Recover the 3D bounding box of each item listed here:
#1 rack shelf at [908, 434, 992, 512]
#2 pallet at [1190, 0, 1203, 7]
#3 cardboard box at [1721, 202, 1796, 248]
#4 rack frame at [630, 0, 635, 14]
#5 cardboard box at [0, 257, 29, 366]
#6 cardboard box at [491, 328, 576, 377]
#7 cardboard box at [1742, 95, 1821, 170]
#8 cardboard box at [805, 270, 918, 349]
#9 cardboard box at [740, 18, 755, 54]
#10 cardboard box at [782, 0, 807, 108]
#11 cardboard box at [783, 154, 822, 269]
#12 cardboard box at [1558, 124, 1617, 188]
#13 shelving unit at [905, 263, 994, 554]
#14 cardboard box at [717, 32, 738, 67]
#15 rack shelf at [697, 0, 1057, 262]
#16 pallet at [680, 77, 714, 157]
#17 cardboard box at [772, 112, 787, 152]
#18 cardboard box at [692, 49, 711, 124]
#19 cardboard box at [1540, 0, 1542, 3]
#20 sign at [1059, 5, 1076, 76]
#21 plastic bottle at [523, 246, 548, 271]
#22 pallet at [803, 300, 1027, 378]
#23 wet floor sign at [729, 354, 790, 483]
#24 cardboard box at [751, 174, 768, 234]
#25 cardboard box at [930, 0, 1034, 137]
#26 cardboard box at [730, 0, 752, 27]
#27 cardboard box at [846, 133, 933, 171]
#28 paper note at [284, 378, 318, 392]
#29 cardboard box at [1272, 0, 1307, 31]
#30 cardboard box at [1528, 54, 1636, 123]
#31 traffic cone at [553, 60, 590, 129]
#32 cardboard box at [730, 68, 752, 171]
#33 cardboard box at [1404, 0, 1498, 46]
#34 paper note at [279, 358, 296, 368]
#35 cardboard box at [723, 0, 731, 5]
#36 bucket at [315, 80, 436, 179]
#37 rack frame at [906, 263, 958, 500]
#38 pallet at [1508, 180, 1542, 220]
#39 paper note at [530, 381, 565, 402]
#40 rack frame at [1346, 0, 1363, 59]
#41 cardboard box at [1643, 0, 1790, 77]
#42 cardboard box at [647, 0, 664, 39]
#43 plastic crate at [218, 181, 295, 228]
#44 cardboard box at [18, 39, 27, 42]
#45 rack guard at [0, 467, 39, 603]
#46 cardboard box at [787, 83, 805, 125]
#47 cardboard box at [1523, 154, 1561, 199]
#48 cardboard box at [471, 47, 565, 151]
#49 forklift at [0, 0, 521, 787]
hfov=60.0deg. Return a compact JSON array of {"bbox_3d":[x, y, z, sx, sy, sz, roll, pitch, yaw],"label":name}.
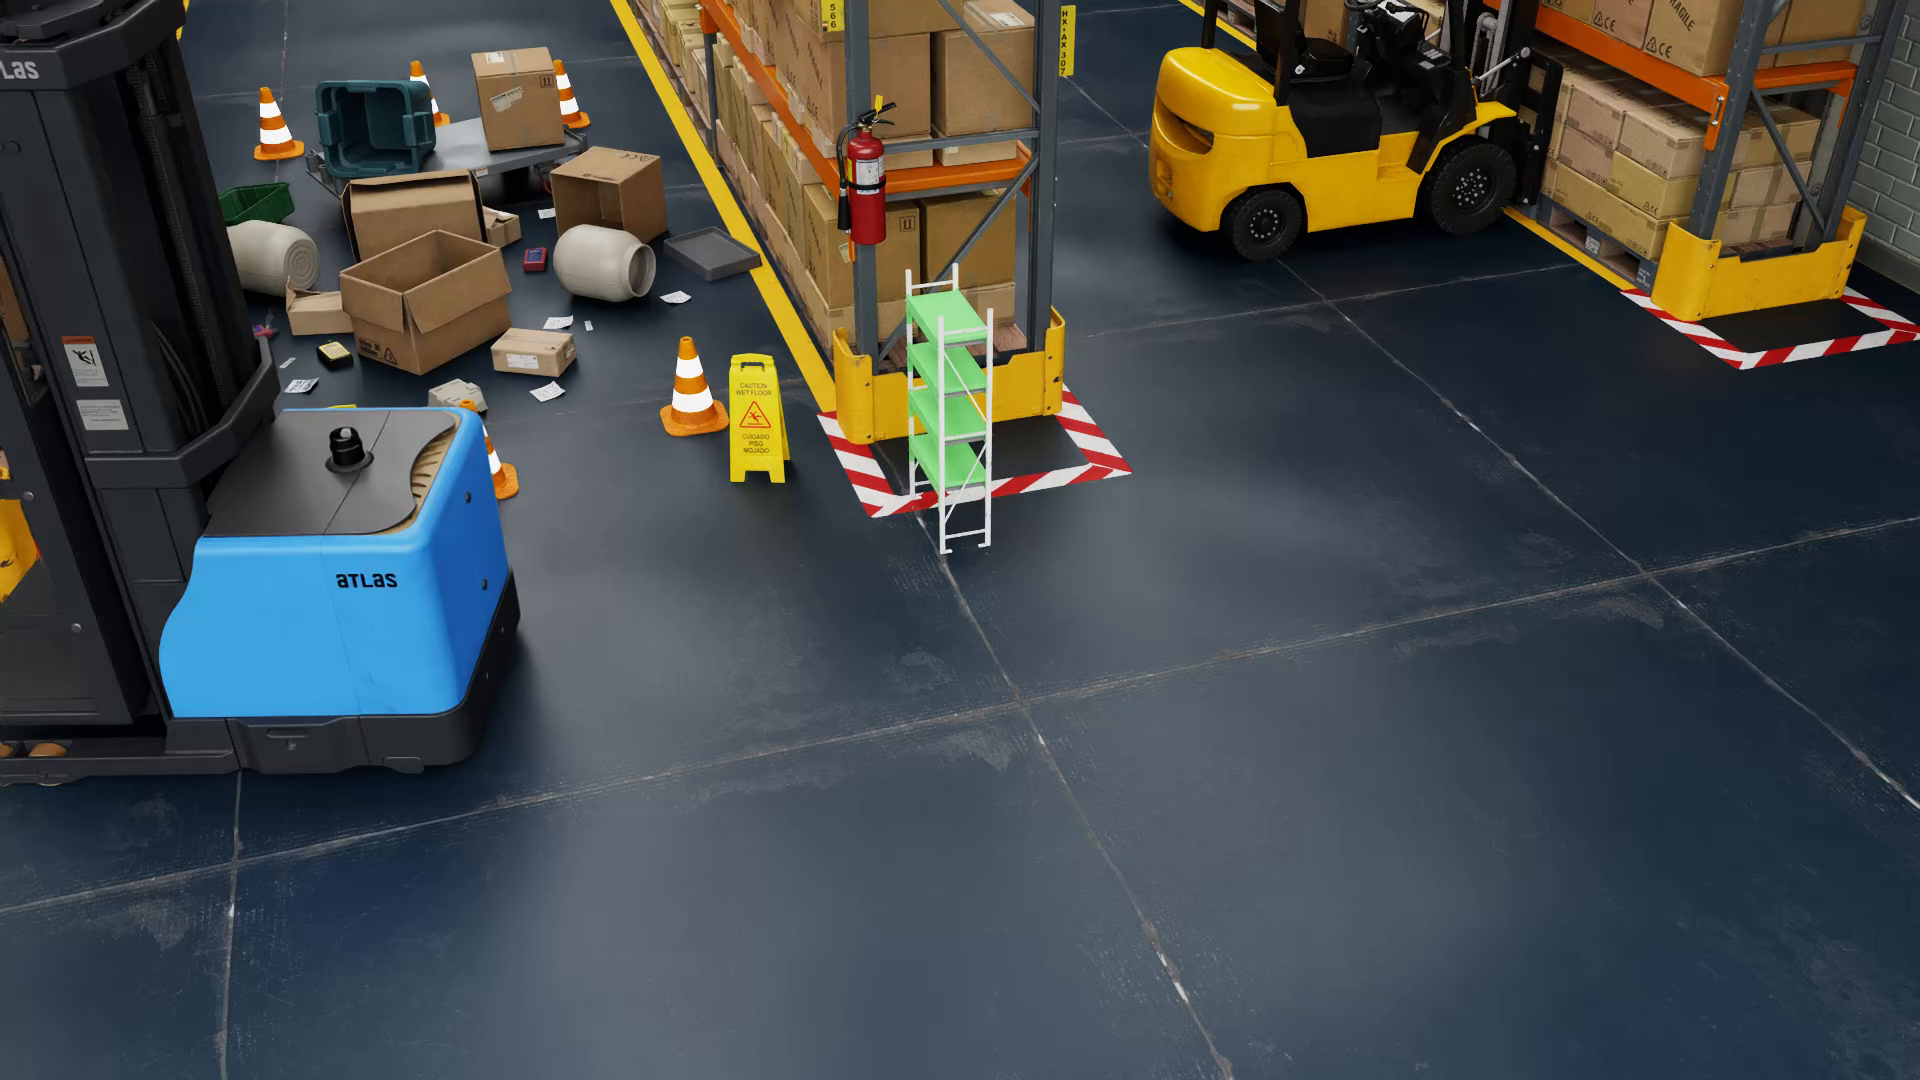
[{"bbox_3d":[-0.050,-0.334,7.718,0.258,0.148,0.480,-10,35,-15],"label":"rack shelf"},{"bbox_3d":[2.470,-5.312,15.598,1.003,0.211,1.213,-10,35,-15],"label":"pallet"},{"bbox_3d":[4.733,-2.033,10.219,0.500,0.250,0.500,-10,35,-15],"label":"cardboard box"},{"bbox_3d":[-2.470,-6.078,14.227,1.000,3.000,0.127,-10,35,-15],"label":"rack frame"},{"bbox_3d":[-5.253,-1.087,8.221,0.875,0.875,0.875,-11,35,-15],"label":"cardboard box"},{"bbox_3d":[-2.353,-1.036,9.183,0.380,0.149,0.250,7,34,10],"label":"cardboard box"},{"bbox_3d":[4.730,-2.444,9.934,0.500,0.250,0.500,-11,35,-15],"label":"cardboard box"},{"bbox_3d":[-0.540,-1.297,9.106,0.500,0.250,0.500,-10,35,-15],"label":"cardboard box"},{"bbox_3d":[-1.078,-2.980,9.767,0.380,0.149,0.250,-10,35,-15],"label":"cardboard box"},{"bbox_3d":[-0.606,-2.546,8.521,0.500,0.500,0.500,-10,35,-15],"label":"cardboard box"},{"bbox_3d":[-0.685,-1.869,9.290,0.500,0.500,0.500,-9,34,-13],"label":"cardboard box"},{"bbox_3d":[4.108,-2.419,10.350,0.500,0.250,0.500,-10,35,-15],"label":"cardboard box"},{"bbox_3d":[-0.050,-0.587,7.551,0.258,1.200,0.503,-10,35,-15],"label":"shelving unit"},{"bbox_3d":[-1.346,-3.158,10.654,0.380,0.149,0.250,-10,35,-14],"label":"cardboard box"},{"bbox_3d":[-0.640,-2.628,9.658,1.077,0.370,4.000,-10,35,-15],"label":"rack shelf"},{"bbox_3d":[-1.489,-3.223,12.436,1.003,0.211,1.213,-10,35,-15],"label":"pallet"},{"bbox_3d":[-0.851,-2.319,9.383,0.380,0.149,0.250,-9,34,-13],"label":"cardboard box"},{"bbox_3d":[-1.412,-3.332,12.074,0.950,0.372,0.625,-10,35,-14],"label":"cardboard box"},{"bbox_3d":[3.826,-3.775,10.652,0.500,0.500,0.500,-10,35,-14],"label":"cardboard box"},{"bbox_3d":[0.487,-2.330,7.770,0.100,0.325,0.005,-10,35,-15],"label":"sign"},{"bbox_3d":[-2.642,-1.759,10.356,0.133,0.061,0.283,-4,34,-6],"label":"plastic bottle"},{"bbox_3d":[-0.267,-1.187,9.354,1.003,0.211,1.213,-10,35,-15],"label":"pallet"},{"bbox_3d":[-0.991,-0.616,8.097,0.267,0.644,0.232,1,33,2],"label":"wet floor sign"},{"bbox_3d":[-0.989,-2.094,10.312,0.500,0.250,0.500,-10,35,-15],"label":"cardboard box"},{"bbox_3d":[0.090,-2.339,8.208,0.500,0.500,0.500,-11,35,-15],"label":"cardboard box"},{"bbox_3d":[-1.065,-3.340,9.724,0.500,0.500,0.500,-10,35,-15],"label":"cardboard box"},{"bbox_3d":[-0.347,-1.933,8.183,0.380,0.149,0.250,-9,34,-13],"label":"cardboard box"},{"bbox_3d":[-3.562,-0.840,8.995,0.144,0.017,0.142,1,33,2],"label":"paper note"},{"bbox_3d":[3.077,-4.680,13.884,0.875,0.625,0.625,-10,35,-15],"label":"cardboard box"},{"bbox_3d":[3.934,-2.879,10.593,0.500,0.250,0.500,-10,35,-14],"label":"cardboard box"},{"bbox_3d":[-2.961,-3.335,12.377,0.336,0.463,0.334,-10,35,-15],"label":"traffic cone"},{"bbox_3d":[-1.152,-2.684,10.525,0.500,0.500,0.500,-9,34,-13],"label":"cardboard box"},{"bbox_3d":[3.471,-3.683,11.809,0.500,0.250,0.500,-10,35,-15],"label":"cardboard box"},{"bbox_3d":[-3.732,-0.984,9.230,0.032,0.001,0.123,7,34,10],"label":"paper note"},{"bbox_3d":[-1.333,-3.530,10.599,0.380,0.149,0.250,-9,35,-13],"label":"cardboard box"},{"bbox_3d":[-3.696,-2.677,10.671,0.726,0.611,0.620,1,23,2],"label":"bucket"},{"bbox_3d":[-0.125,-0.716,7.744,0.240,1.200,0.015,-10,35,-15],"label":"rack frame"},{"bbox_3d":[4.055,-2.585,11.470,1.003,0.211,1.213,-10,35,-15],"label":"pallet"},{"bbox_3d":[-2.214,-0.801,8.934,0.148,0.019,0.142,-23,40,-31],"label":"paper note"},{"bbox_3d":[3.476,-4.814,12.315,1.000,3.000,0.127,-10,35,-15],"label":"rack frame"},{"bbox_3d":[4.296,-2.970,9.434,0.500,0.500,0.500,-11,35,-16],"label":"cardboard box"},{"bbox_3d":[-2.074,-4.472,13.800,0.950,0.372,0.625,-11,35,-16],"label":"cardboard box"},{"bbox_3d":[-4.632,-2.072,10.664,0.450,0.188,0.662,-2,32,16],"label":"plastic crate"},{"bbox_3d":[-5.809,-2.963,9.377,0.875,0.550,0.550,-10,35,-15],"label":"cardboard box"},{"bbox_3d":[-4.706,0.063,7.201,1.175,0.500,0.348,-10,35,-15],"label":"rack guard"},{"bbox_3d":[-0.695,-2.316,8.762,0.380,0.149,0.250,-9,35,-14],"label":"cardboard box"},{"bbox_3d":[3.966,-2.463,10.869,0.500,0.250,0.500,-10,35,-14],"label":"cardboard box"},{"bbox_3d":[-2.936,-2.936,11.052,0.500,0.500,0.500,-10,35,-15],"label":"cardboard box"},{"bbox_3d":[-3.386,-0.579,5.967,3.031,2.935,1.130,-1,33,-1],"label":"forklift"}]
